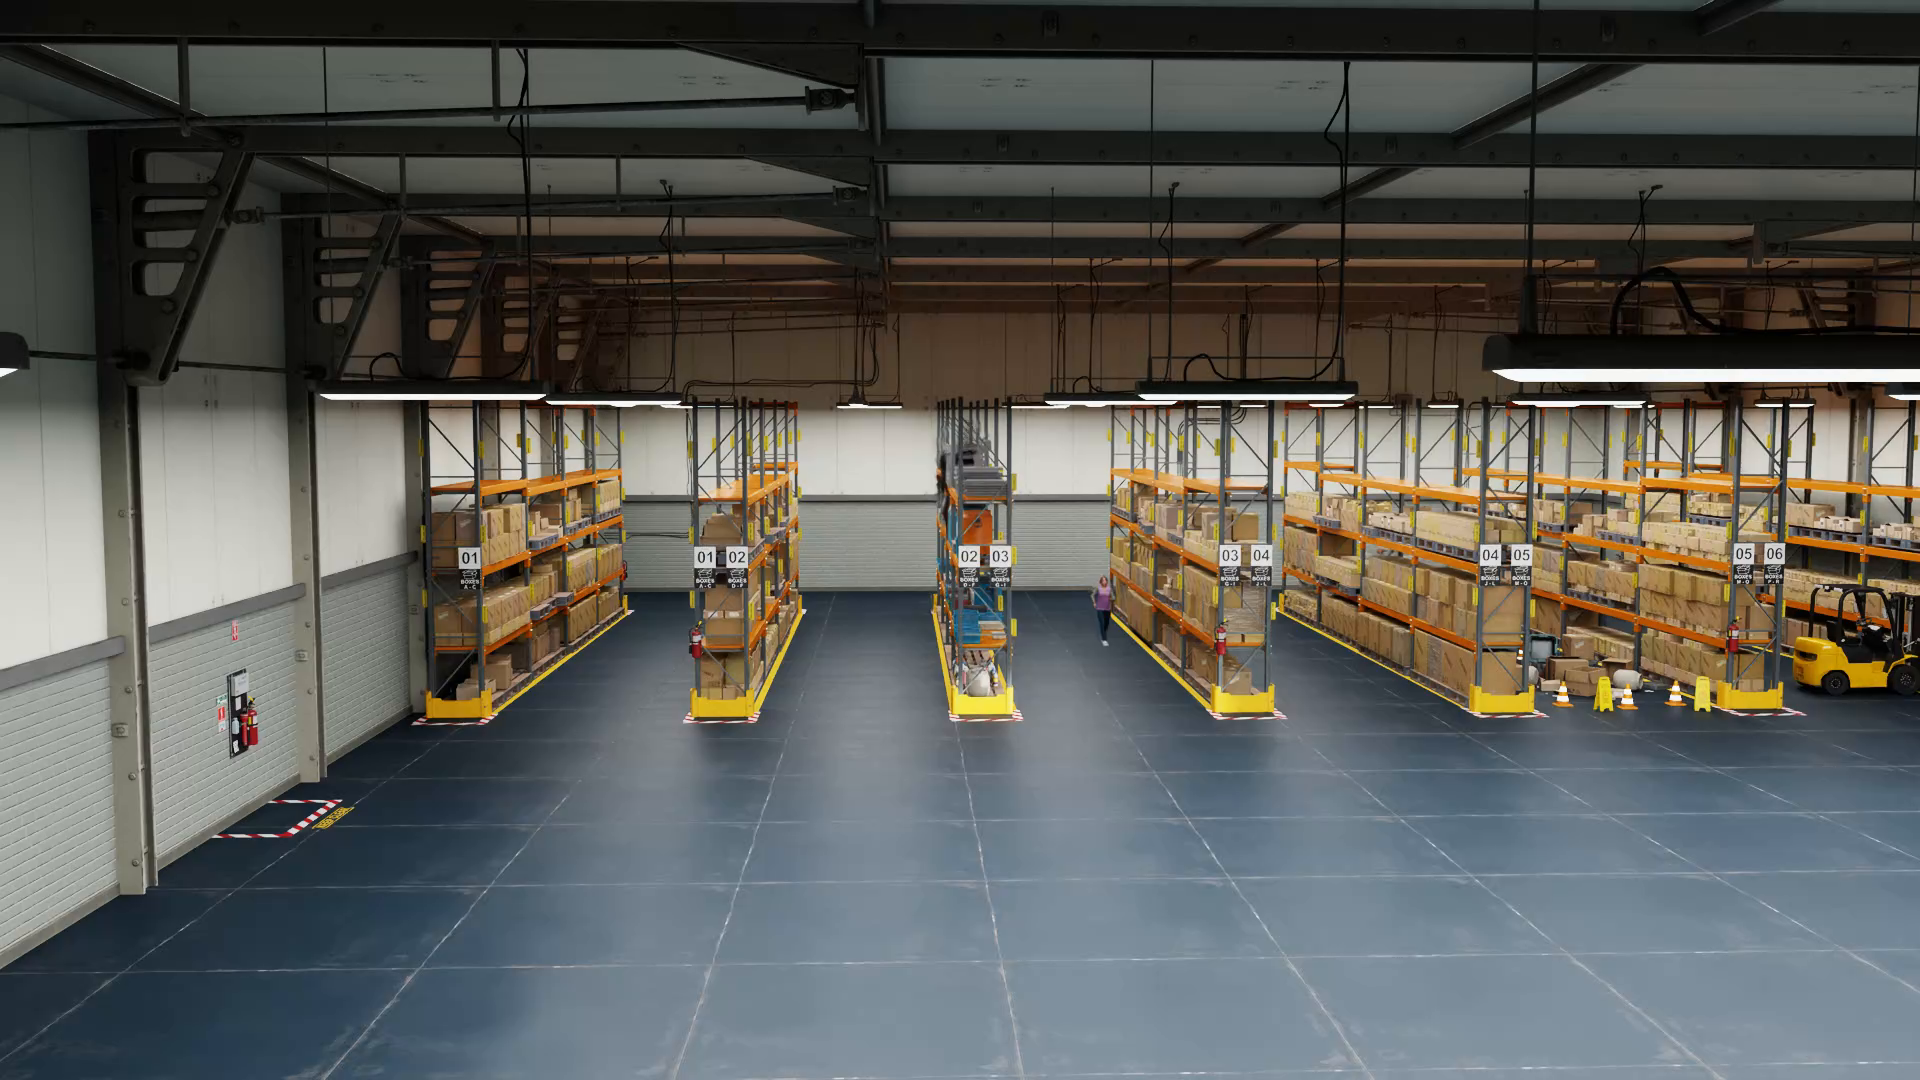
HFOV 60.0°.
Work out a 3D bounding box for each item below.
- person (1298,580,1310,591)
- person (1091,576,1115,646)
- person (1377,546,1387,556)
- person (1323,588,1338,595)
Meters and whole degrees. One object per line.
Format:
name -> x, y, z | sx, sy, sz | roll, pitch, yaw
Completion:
person -> 10.175, 1.145, 48.957 | 0.666, 1.639, 0.514 | -1, 4, -9
person -> 3.346, 1.638, 38.687 | 0.543, 1.596, 0.801 | -1, 4, -10
person -> 12.534, 1.032, 49.153 | 0.988, 1.807, 0.696 | 0, 4, 0
person -> 10.803, 1.093, 48.619 | 0.718, 1.740, 0.915 | -3, 6, -37
